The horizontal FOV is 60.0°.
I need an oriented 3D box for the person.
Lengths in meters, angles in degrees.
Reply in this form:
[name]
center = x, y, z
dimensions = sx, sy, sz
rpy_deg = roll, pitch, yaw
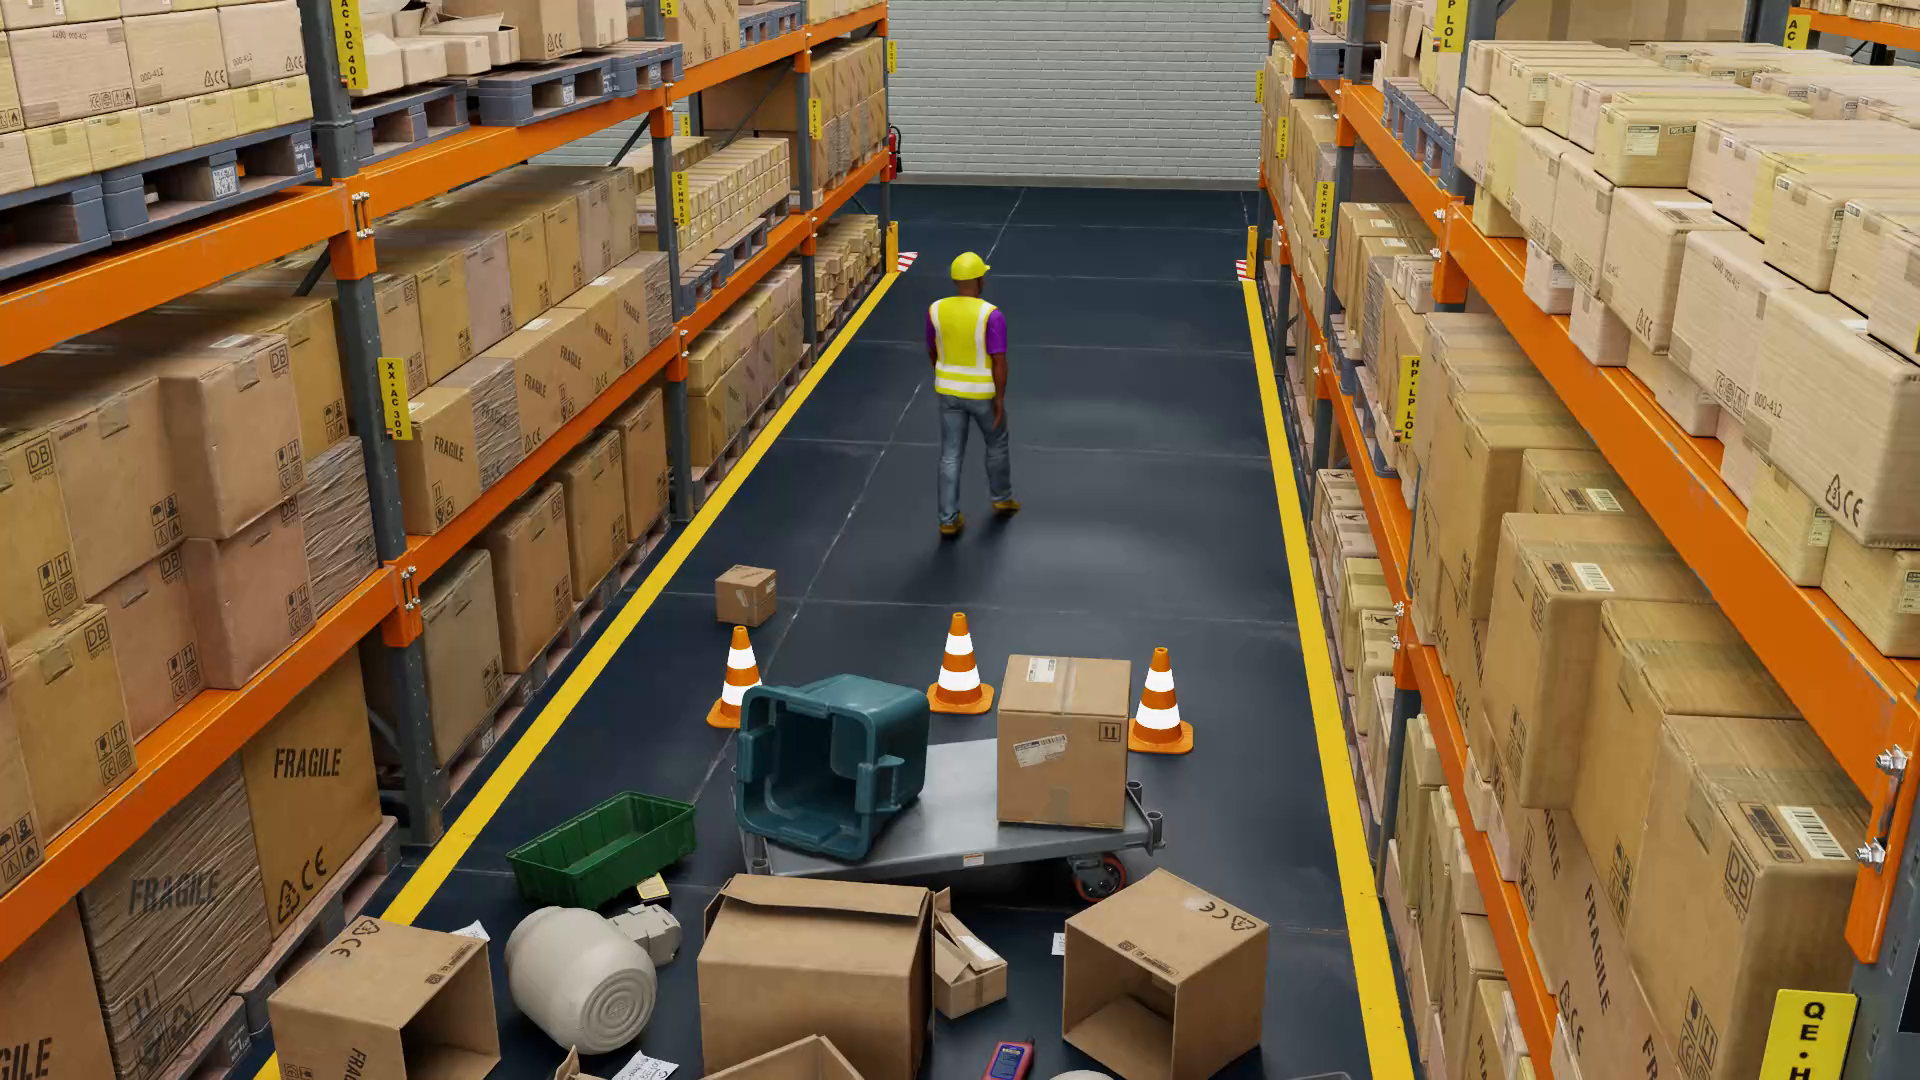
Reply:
[person]
center = 0.084, -0.942, 10.498
dimensions = 0.584, 1.777, 0.844
rpy_deg = 8, 23, 21
